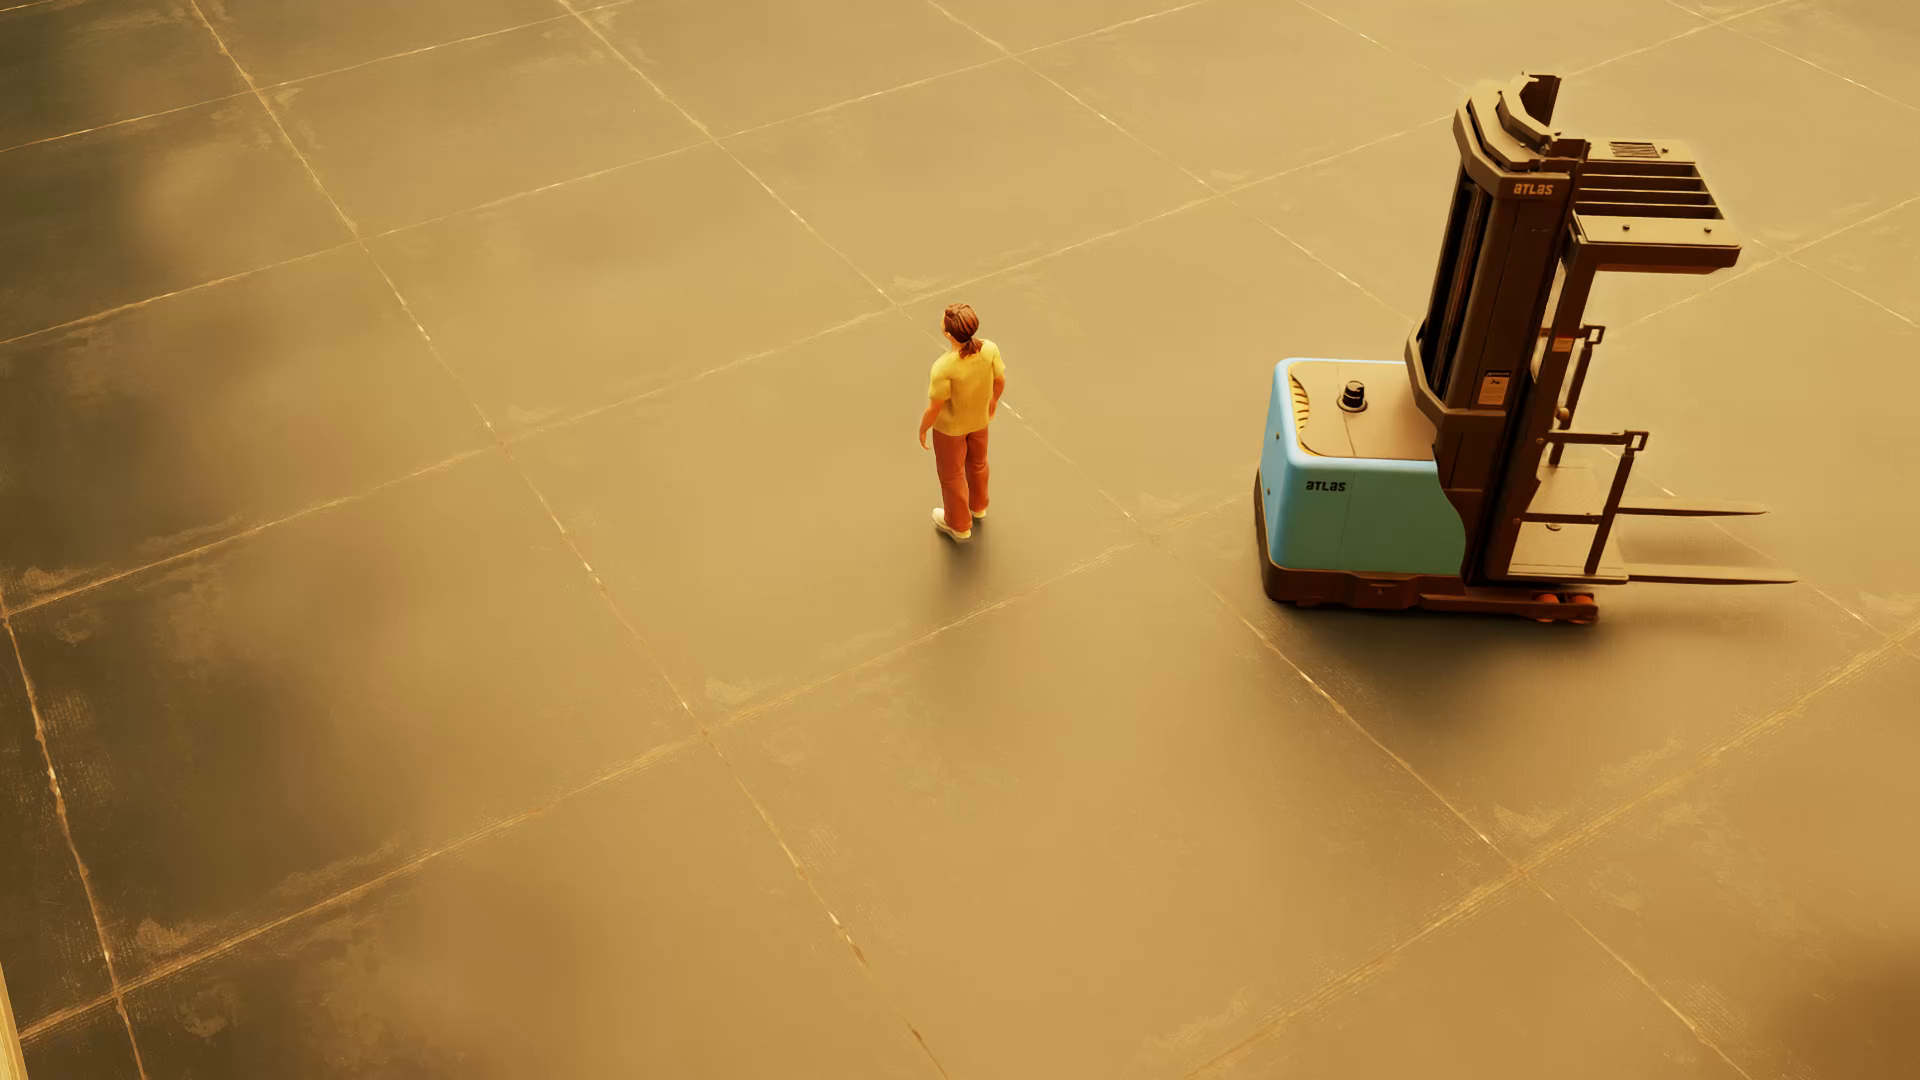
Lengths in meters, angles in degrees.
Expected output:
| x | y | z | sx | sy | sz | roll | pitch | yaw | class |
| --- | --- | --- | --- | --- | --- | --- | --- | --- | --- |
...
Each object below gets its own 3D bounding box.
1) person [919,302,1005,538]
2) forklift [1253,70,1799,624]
| x | y | z | sx | sy | sz | roll | pitch | yaw | class |
| --- | --- | --- | --- | --- | --- | --- | --- | --- | --- |
| -0.030 | -0.712 | 9.567 | 0.553 | 1.673 | 0.547 | -23 | 46 | -24 | person |
| 3.304 | -0.987 | 9.000 | 3.031 | 2.935 | 1.130 | 2 | 41 | 3 | forklift |
